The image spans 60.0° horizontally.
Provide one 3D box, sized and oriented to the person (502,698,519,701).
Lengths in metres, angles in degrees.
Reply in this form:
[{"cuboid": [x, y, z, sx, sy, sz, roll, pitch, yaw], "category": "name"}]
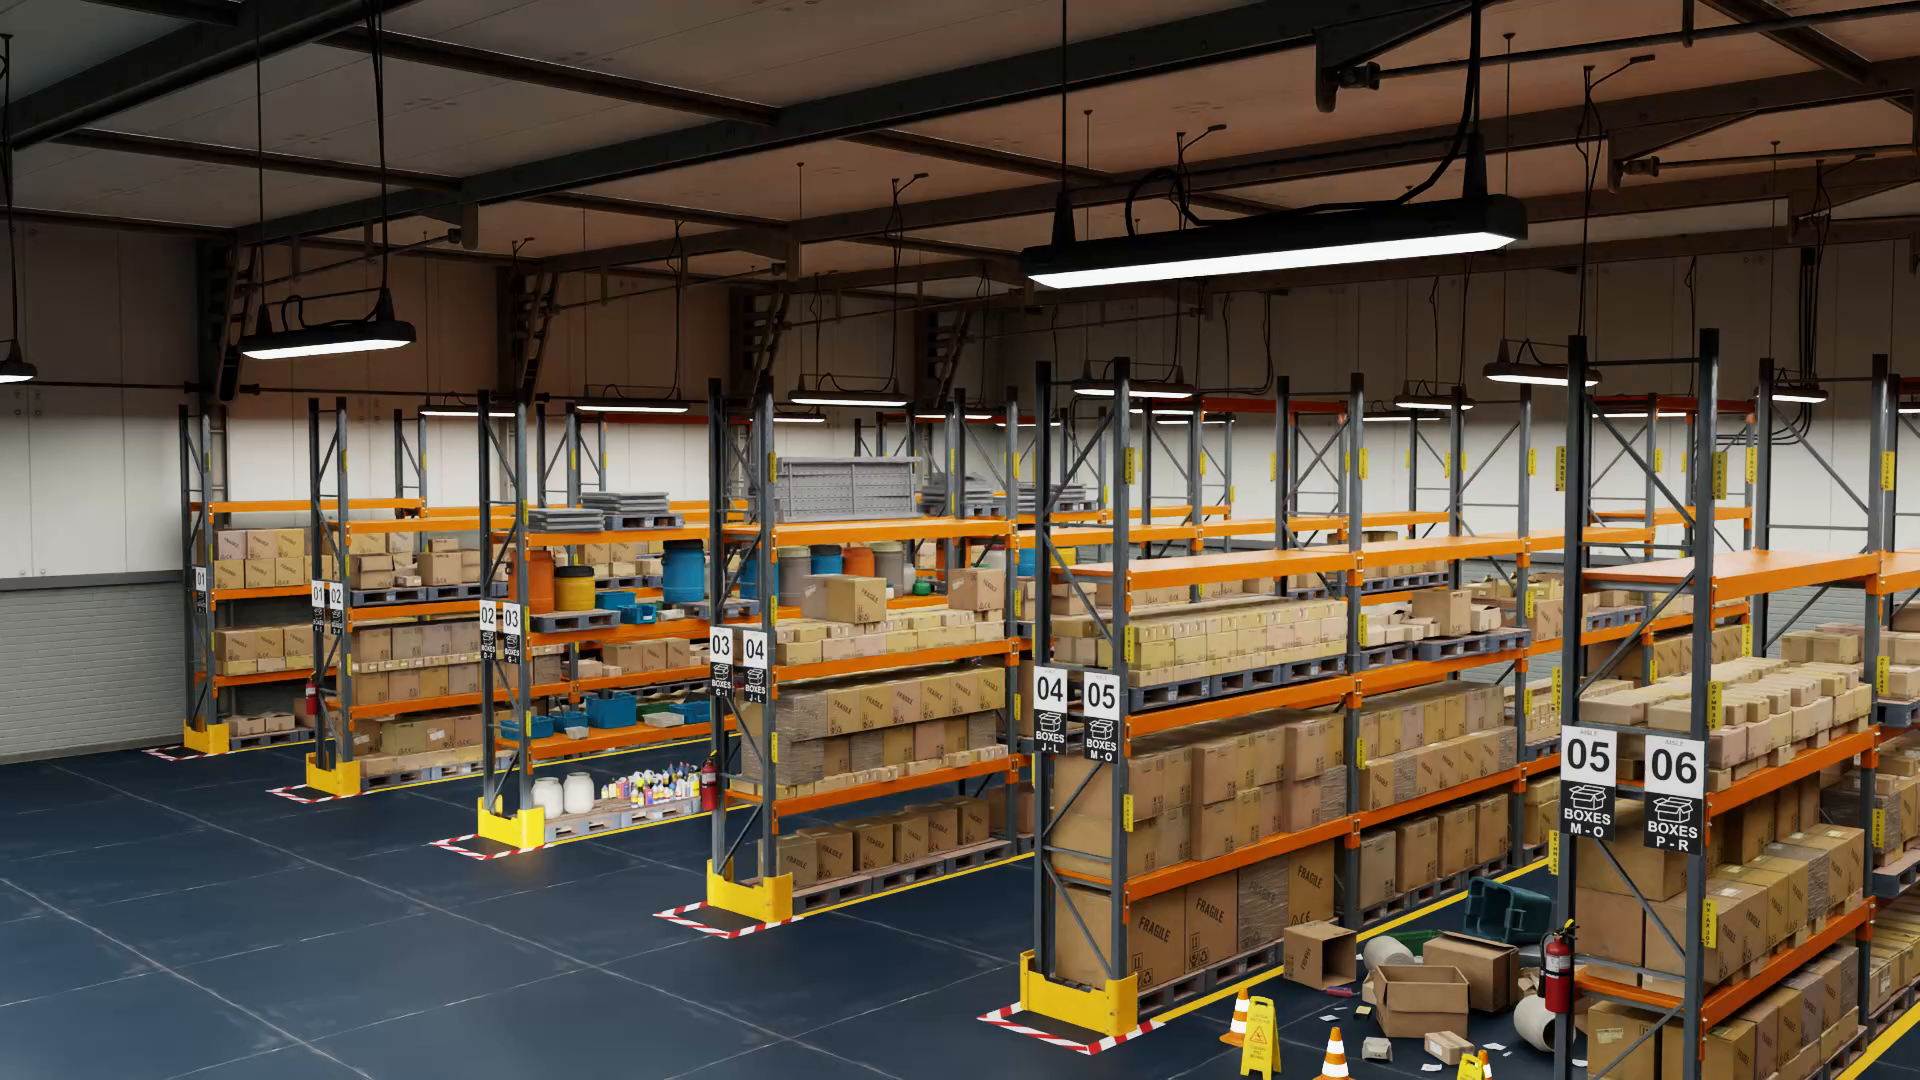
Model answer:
[{"cuboid": [-7.939, 2.784, 29.430, 0.786, 1.675, 0.685, -3, 4, -44], "category": "person"}]
